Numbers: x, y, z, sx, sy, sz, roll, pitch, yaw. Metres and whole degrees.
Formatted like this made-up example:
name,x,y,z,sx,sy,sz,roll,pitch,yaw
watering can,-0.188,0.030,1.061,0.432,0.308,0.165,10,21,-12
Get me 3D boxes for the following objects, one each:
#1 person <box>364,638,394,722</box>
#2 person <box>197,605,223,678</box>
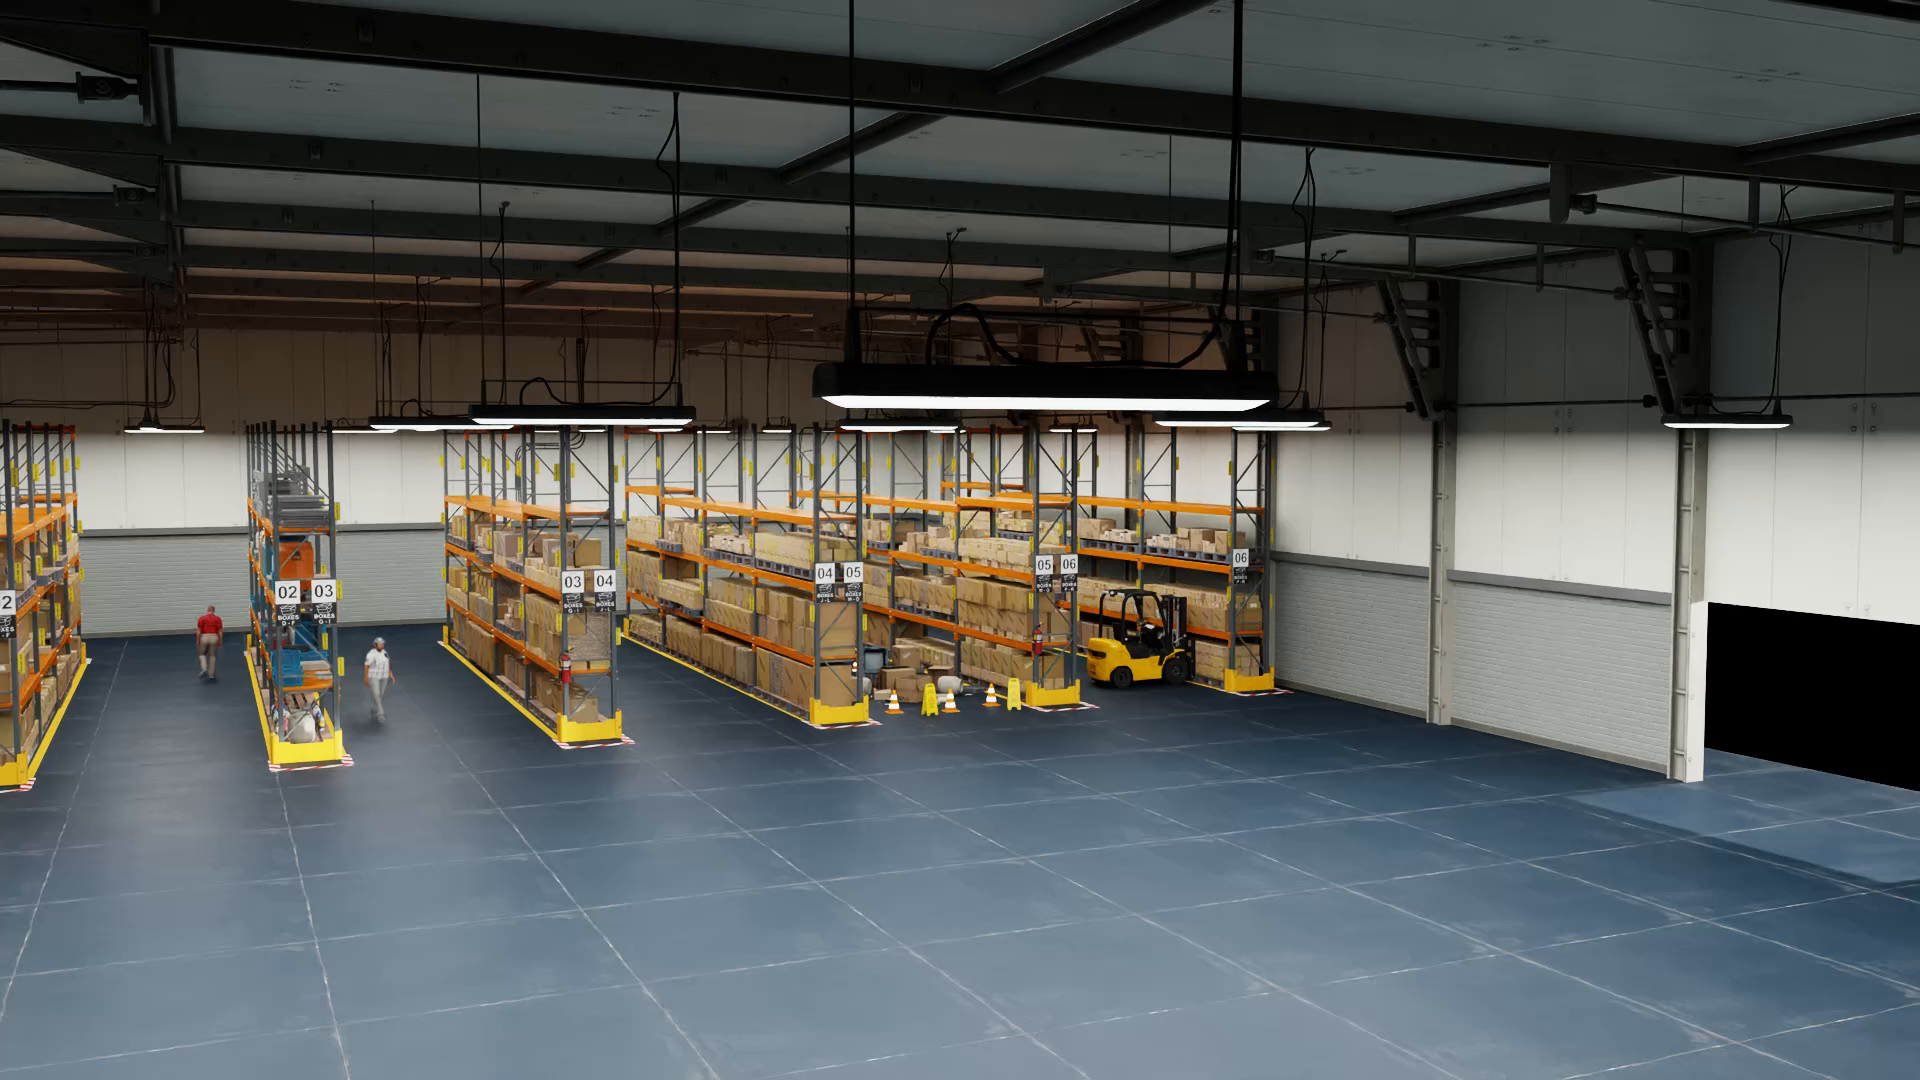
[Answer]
name,x,y,z,sx,sy,sz,roll,pitch,yaw
person,-11.738,2.796,33.613,0.929,1.645,0.550,4,5,45
person,-17.699,2.400,39.236,0.574,1.726,0.470,-1,4,-21
